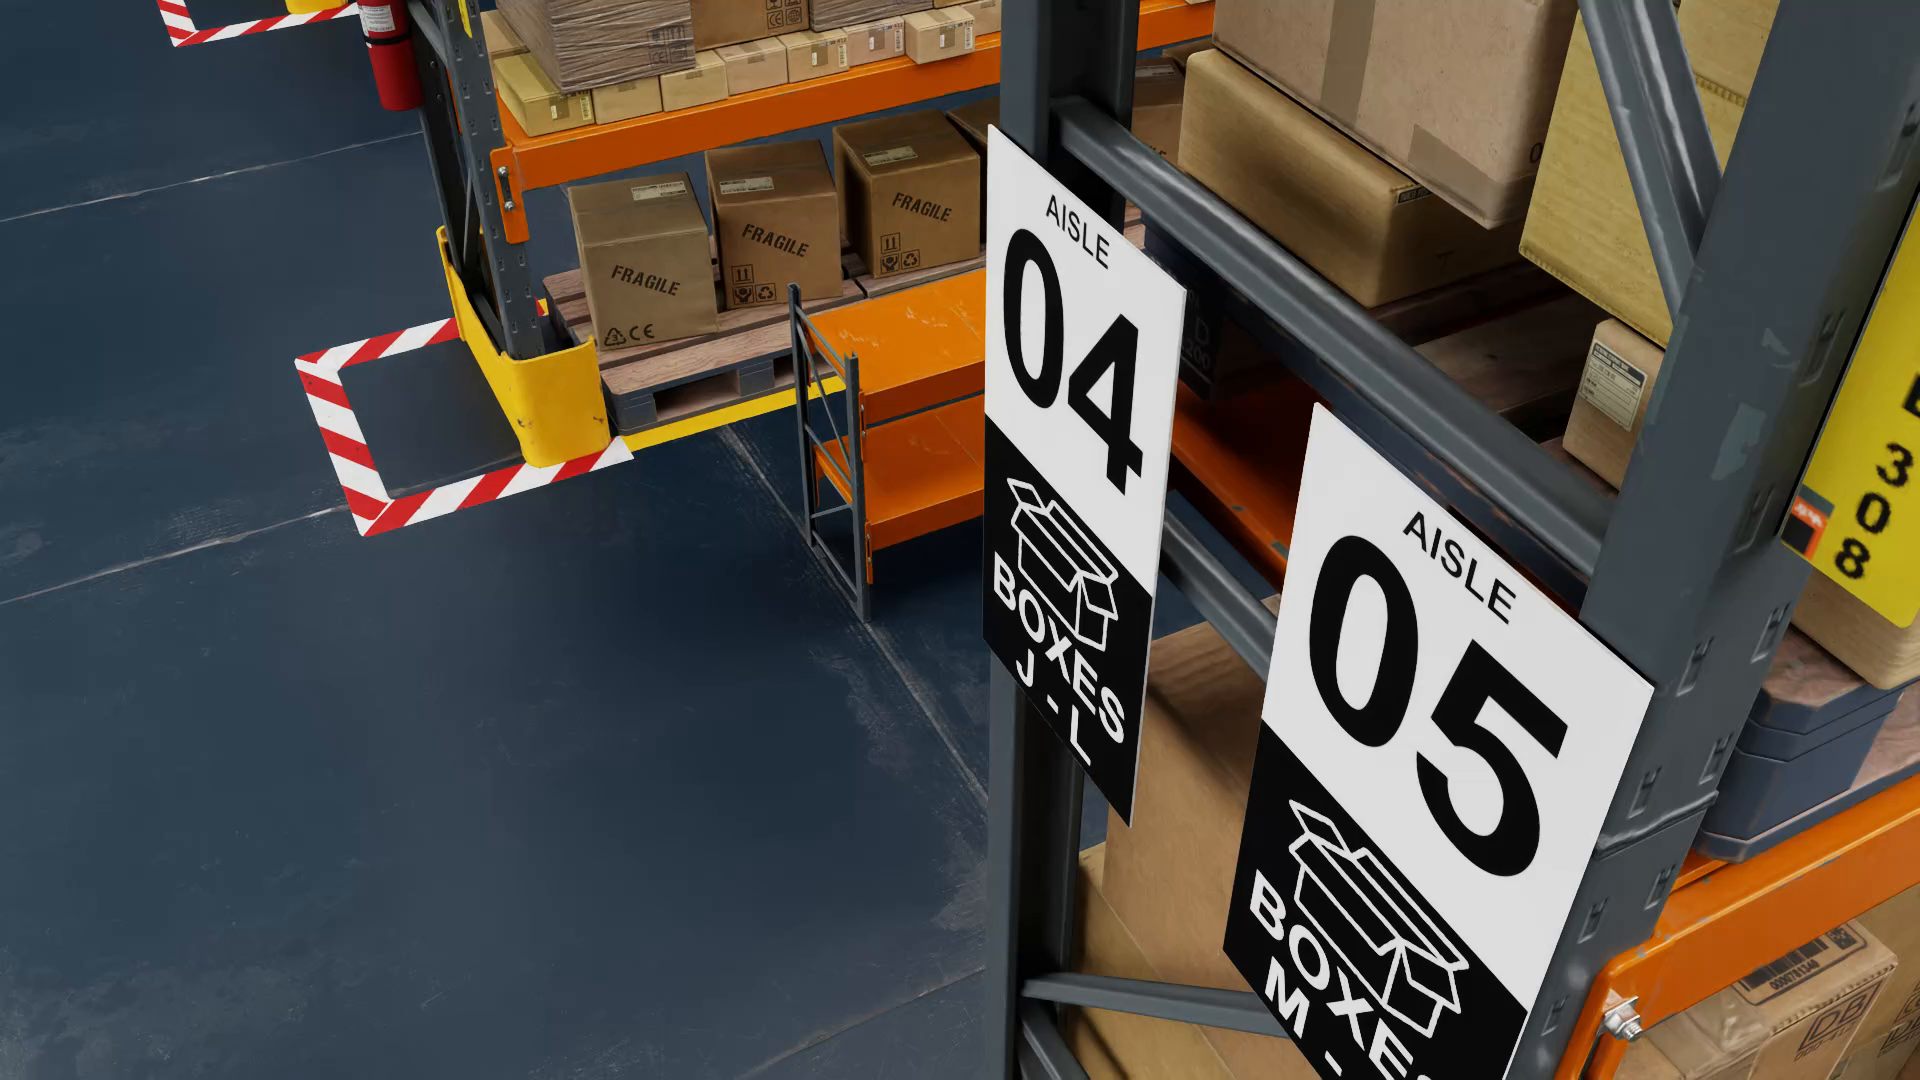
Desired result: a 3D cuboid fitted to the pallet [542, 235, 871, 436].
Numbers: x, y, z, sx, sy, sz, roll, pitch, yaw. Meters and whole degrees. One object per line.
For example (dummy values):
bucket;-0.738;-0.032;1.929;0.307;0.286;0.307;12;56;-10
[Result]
pallet;-1.072;-0.960;7.221;1.213;0.211;1.003;-19;44;-21

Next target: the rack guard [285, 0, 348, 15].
rack guard;-4.118;-3.713;10.250;0.348;0.500;1.175;-19;44;-21

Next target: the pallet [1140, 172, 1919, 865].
pallet;0.979;-0.246;1.965;1.213;0.211;1.003;-19;44;-21

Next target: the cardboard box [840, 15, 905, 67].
cardboard box;-0.408;-2.009;6.496;0.250;0.149;0.380;-19;44;-21

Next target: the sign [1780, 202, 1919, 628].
sign;0.577;-0.096;0.982;0.005;0.325;0.100;-19;44;-21

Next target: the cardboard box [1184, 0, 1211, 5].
cardboard box;0.971;-2.397;6.954;0.250;0.149;0.380;-19;44;-21

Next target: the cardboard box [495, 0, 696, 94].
cardboard box;-1.376;-2.080;6.077;0.500;0.500;0.875;-19;44;-21

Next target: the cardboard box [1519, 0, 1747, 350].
cardboard box;0.872;-0.304;1.449;0.500;0.250;0.500;-19;44;-21

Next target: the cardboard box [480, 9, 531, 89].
cardboard box;-1.719;-1.887;6.352;0.250;0.149;0.380;-19;44;-21

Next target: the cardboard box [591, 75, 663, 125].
cardboard box;-1.283;-1.696;6.126;0.250;0.149;0.380;-19;44;-21

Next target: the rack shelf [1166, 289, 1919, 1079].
rack shelf;2.099;-0.374;2.606;4.000;0.370;1.077;-19;44;-21

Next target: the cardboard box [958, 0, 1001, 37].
cardboard box;0.023;-2.175;6.692;0.250;0.149;0.380;-19;44;-21

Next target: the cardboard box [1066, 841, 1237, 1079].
cardboard box;0.634;0.899;2.750;0.550;0.550;0.875;-19;44;-21

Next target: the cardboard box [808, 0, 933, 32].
cardboard box;-0.524;-2.422;6.482;0.500;0.500;0.875;-19;44;-21

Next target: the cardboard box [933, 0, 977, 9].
cardboard box;-0.075;-2.564;6.650;0.500;0.500;0.875;-19;44;-21

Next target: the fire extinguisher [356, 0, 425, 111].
fire extinguisher;-2.190;-1.980;6.327;0.183;0.674;0.296;-19;44;-21

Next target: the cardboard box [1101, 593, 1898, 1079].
cardboard box;0.672;0.535;2.344;0.550;0.550;0.875;-19;44;-21

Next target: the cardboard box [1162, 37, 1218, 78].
cardboard box;1.298;-2.083;7.999;0.500;0.500;0.500;-20;44;-22

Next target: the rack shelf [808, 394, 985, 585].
rack shelf;0.006;-0.245;6.047;1.000;0.278;0.538;-19;44;-21

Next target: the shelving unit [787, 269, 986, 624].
shelving unit;0.006;-0.431;5.889;1.048;1.125;0.538;-19;44;-21

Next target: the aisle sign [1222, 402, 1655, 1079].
aisle sign;0.401;0.294;1.569;0.004;0.787;0.394;-19;44;-21

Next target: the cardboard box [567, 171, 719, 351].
cardboard box;-1.314;-1.162;6.911;0.500;0.500;0.500;-11;41;-13

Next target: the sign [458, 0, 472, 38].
sign;-1.625;-1.799;5.384;0.005;0.325;0.100;-19;44;-21

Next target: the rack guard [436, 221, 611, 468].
rack guard;-1.809;-0.848;6.865;0.348;0.500;1.175;-19;44;-21

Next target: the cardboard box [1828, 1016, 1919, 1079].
cardboard box;1.111;0.722;2.959;0.550;0.550;0.875;-19;44;-21

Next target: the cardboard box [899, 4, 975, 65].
cardboard box;-0.138;-2.024;6.514;0.250;0.149;0.380;-19;44;-21

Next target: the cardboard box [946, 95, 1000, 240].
cardboard box;0.280;-1.677;7.520;0.500;0.500;0.500;-22;45;-24

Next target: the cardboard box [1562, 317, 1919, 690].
cardboard box;0.778;-0.073;1.485;0.250;0.149;0.380;-18;44;-20

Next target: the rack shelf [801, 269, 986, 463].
rack shelf;0.006;-0.655;5.700;1.000;0.278;0.538;-19;44;-21

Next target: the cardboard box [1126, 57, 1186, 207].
cardboard box;0.794;-1.908;7.792;0.500;0.500;0.500;-6;41;-7

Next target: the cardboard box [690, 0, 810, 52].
cardboard box;-0.987;-2.297;6.335;0.500;0.500;0.875;-19;44;-21

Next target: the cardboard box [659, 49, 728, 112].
cardboard box;-1.054;-1.762;6.204;0.250;0.149;0.380;-19;44;-21

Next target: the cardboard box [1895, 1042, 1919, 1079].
cardboard box;1.666;0.627;3.071;0.550;0.550;0.875;-19;44;-21

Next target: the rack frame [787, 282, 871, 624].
rack frame;-0.445;-0.280;5.710;0.032;1.125;0.500;-19;44;-21

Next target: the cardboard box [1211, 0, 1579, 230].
cardboard box;0.631;-0.613;1.814;0.500;0.250;0.500;-18;43;-20

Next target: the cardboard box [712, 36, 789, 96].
cardboard box;-0.842;-1.848;6.306;0.250;0.149;0.380;-19;44;-21

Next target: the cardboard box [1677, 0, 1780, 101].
cardboard box;0.769;-0.376;1.226;0.250;0.149;0.380;-18;43;-20

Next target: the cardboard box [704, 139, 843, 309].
cardboard box;-0.800;-1.360;7.145;0.500;0.500;0.500;-8;41;-9

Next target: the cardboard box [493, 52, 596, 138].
cardboard box;-1.513;-1.632;6.051;0.250;0.149;0.380;-19;44;-21

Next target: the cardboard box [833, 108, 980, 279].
cardboard box;-0.236;-1.536;7.353;0.500;0.500;0.500;-15;42;-17

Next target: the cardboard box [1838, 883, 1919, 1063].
cardboard box;1.118;0.318;2.601;0.550;0.550;0.875;-19;44;-21

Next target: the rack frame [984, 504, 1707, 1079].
rack frame;0.326;1.093;2.637;0.127;3.000;1.000;-19;44;-21

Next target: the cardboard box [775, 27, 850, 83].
cardboard box;-0.617;-1.919;6.389;0.250;0.149;0.380;-19;44;-21

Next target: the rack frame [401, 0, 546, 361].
rack frame;-1.876;-1.779;6.030;0.127;3.000;1.000;-19;44;-21

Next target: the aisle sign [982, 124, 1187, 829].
aisle sign;0.124;-0.050;1.975;0.004;0.787;0.394;-19;44;-21

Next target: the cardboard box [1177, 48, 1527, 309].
cardboard box;0.464;-0.448;1.928;0.250;0.149;0.380;-19;44;-21

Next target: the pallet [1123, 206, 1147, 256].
pallet;1.092;-1.688;8.081;1.213;0.211;1.003;-19;44;-21

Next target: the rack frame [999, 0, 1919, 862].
rack frame;0.326;-1.197;0.699;0.127;3.000;1.000;-19;44;-21

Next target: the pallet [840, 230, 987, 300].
pallet;0.009;-1.322;7.648;1.213;0.211;1.003;-19;44;-21

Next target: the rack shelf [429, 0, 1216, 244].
rack shelf;-0.102;-2.102;6.968;4.000;0.370;1.077;-19;44;-21
